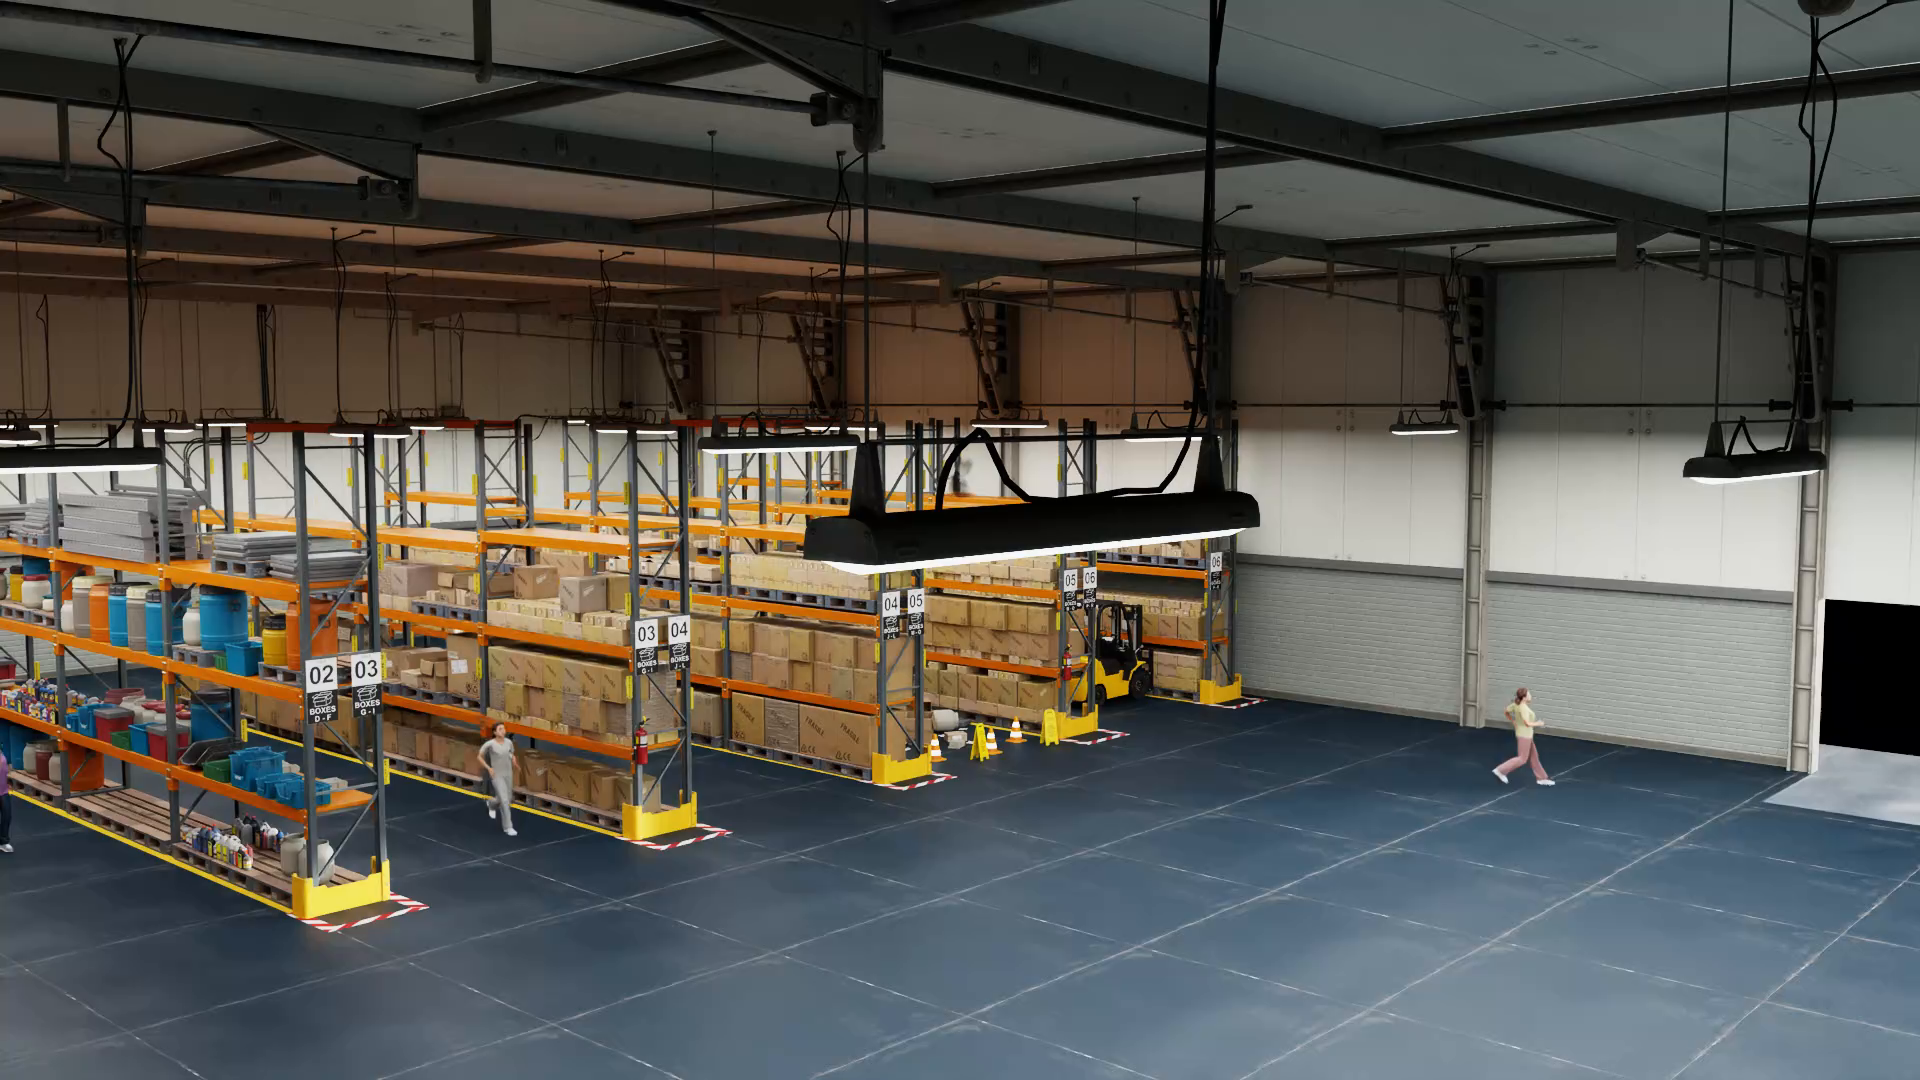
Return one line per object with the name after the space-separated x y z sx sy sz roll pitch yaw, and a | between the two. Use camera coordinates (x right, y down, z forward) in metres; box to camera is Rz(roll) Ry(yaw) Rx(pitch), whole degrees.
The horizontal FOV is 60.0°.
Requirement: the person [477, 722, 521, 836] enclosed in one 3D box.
-6.836 3.506 24.641 0.818 1.660 0.566 4 6 42 | person

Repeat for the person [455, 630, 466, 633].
-10.261 2.673 34.234 0.704 1.728 0.663 5 6 44 | person

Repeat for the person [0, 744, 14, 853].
-13.733 3.629 23.593 0.822 1.555 0.525 2 5 27 | person

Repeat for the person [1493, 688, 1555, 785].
9.310 3.240 27.390 1.053 1.626 0.588 0 5 2 | person
